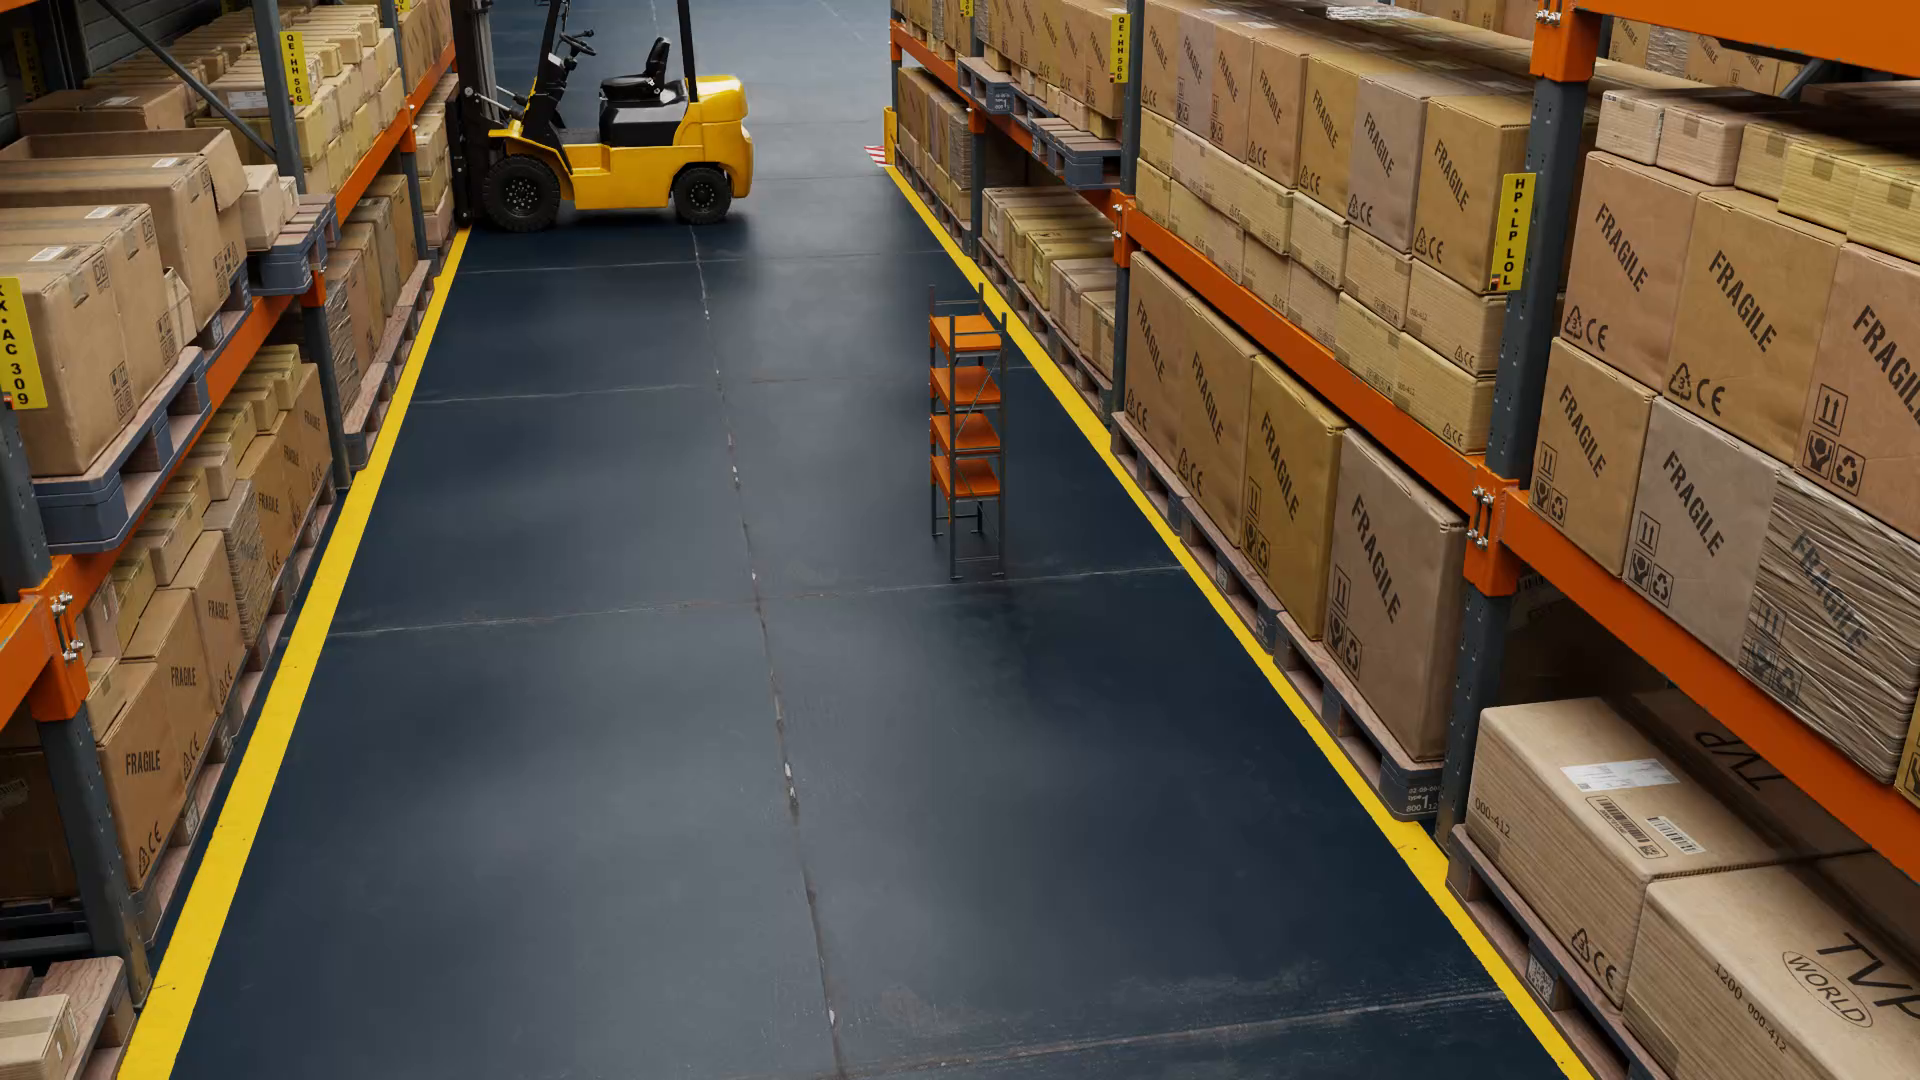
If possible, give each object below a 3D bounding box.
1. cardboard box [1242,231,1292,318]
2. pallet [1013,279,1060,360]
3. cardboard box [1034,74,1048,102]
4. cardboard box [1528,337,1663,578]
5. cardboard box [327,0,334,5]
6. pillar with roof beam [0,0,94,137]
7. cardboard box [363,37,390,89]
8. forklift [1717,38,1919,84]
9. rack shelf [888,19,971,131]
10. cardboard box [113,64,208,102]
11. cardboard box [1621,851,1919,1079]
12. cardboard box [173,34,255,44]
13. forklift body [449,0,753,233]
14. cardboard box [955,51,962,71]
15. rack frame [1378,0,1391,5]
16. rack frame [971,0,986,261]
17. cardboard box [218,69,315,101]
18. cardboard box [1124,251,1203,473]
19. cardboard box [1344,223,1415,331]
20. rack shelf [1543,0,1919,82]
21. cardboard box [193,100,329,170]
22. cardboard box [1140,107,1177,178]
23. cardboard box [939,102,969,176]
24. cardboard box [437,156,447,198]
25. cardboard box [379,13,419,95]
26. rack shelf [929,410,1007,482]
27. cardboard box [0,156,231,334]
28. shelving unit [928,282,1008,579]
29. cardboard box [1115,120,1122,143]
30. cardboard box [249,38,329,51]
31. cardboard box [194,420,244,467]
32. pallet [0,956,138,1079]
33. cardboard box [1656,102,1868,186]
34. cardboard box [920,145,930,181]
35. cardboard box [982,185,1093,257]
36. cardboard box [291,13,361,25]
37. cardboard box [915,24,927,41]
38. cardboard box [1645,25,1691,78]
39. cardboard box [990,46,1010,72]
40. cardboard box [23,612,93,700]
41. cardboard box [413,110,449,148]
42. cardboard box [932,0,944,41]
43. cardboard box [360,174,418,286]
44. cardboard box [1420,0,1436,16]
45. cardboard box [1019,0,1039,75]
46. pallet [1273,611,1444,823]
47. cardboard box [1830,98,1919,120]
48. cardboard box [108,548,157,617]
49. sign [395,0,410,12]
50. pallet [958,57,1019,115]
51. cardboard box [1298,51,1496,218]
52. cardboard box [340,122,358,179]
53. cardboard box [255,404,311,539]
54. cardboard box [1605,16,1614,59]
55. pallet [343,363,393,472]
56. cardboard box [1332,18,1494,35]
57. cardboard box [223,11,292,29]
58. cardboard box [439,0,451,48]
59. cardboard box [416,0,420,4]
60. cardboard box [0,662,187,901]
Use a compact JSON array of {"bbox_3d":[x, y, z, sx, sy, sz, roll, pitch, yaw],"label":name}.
[{"bbox_3d":[1.465,-1.092,6.689,0.500,0.250,0.500,-4,24,-10],"label":"cardboard box"},{"bbox_3d":[0.958,-1.481,10.878,1.003,0.211,1.213,-4,24,-10],"label":"pallet"},{"bbox_3d":[0.667,-2.765,10.123,0.380,0.149,0.250,-5,24,-11],"label":"cardboard box"},{"bbox_3d":[1.892,-0.241,4.430,0.500,0.500,0.500,-4,24,-8],"label":"cardboard box"},{"bbox_3d":[-4.767,-4.032,12.299,0.380,0.149,0.250,-4,24,-8],"label":"cardboard box"},{"bbox_3d":[-0.450,-5.118,8.225,9.100,9.000,0.400,-4,24,-10],"label":"pillar with roof beam"},{"bbox_3d":[-3.849,-2.962,10.346,0.500,0.250,0.500,-5,24,-11],"label":"cardboard box"},{"bbox_3d":[3.344,-0.924,6.203,1.130,2.935,3.031,-4,24,-10],"label":"forklift"},{"bbox_3d":[0.214,-4.003,14.067,1.077,0.370,4.000,-4,24,-10],"label":"rack shelf"},{"bbox_3d":[-3.959,-2.261,8.244,0.380,0.149,0.250,-4,24,-10],"label":"cardboard box"},{"bbox_3d":[2.240,1.189,3.956,0.875,0.438,0.875,-5,24,-11],"label":"cardboard box"},{"bbox_3d":[-4.203,-2.763,9.393,0.380,0.149,0.250,-4,24,-9],"label":"cardboard box"},{"bbox_3d":[-2.890,-3.751,13.651,2.313,2.155,1.214,-4,24,-10],"label":"forklift body"},{"bbox_3d":[0.172,-3.632,12.633,0.380,0.149,0.250,-4,24,-9],"label":"cardboard box"},{"bbox_3d":[4.690,-5.525,16.654,1.000,3.000,0.127,-4,24,-10],"label":"rack frame"},{"bbox_3d":[0.584,-3.546,12.121,1.000,3.000,0.127,-4,24,-10],"label":"rack frame"},{"bbox_3d":[-3.374,-2.199,8.102,0.380,0.149,0.250,-4,24,-9],"label":"cardboard box"},{"bbox_3d":[1.369,-0.914,8.224,0.875,0.875,0.875,-5,24,-10],"label":"cardboard box"},{"bbox_3d":[1.643,-0.911,5.651,0.500,0.250,0.500,-4,24,-8],"label":"cardboard box"},{"bbox_3d":[2.433,-0.658,2.659,1.077,0.370,4.000,-4,24,-10],"label":"rack shelf"},{"bbox_3d":[-3.372,-1.959,8.050,0.500,0.250,0.500,-4,24,-10],"label":"cardboard box"},{"bbox_3d":[1.174,-1.915,7.951,0.500,0.250,0.500,-4,24,-10],"label":"cardboard box"},{"bbox_3d":[0.115,-3.235,13.383,0.500,0.500,0.500,-4,24,-9],"label":"cardboard box"},{"bbox_3d":[-4.175,-2.750,12.584,0.500,0.250,0.500,-4,24,-10],"label":"cardboard box"},{"bbox_3d":[-4.119,-3.417,11.701,0.500,0.500,0.500,-5,24,-11],"label":"cardboard box"},{"bbox_3d":[0.031,-0.423,7.388,0.258,0.148,0.480,-4,24,-10],"label":"rack shelf"},{"bbox_3d":[-2.925,-0.988,5.615,0.700,0.500,0.500,-4,24,-10],"label":"cardboard box"},{"bbox_3d":[0.031,-0.485,7.361,0.258,1.200,0.503,-4,24,-10],"label":"shelving unit"},{"bbox_3d":[1.031,-2.162,8.741,0.380,0.149,0.250,-3,24,-8],"label":"cardboard box"},{"bbox_3d":[-3.716,-2.696,9.240,0.380,0.149,0.250,-4,24,-10],"label":"cardboard box"},{"bbox_3d":[-3.077,-0.355,6.604,0.380,0.149,0.250,-5,24,-11],"label":"cardboard box"},{"bbox_3d":[-2.688,1.518,4.012,1.003,0.211,1.213,-4,24,-10],"label":"pallet"},{"bbox_3d":[1.929,-0.958,4.010,0.380,0.149,0.250,-4,24,-9],"label":"cardboard box"},{"bbox_3d":[-0.078,-3.299,14.467,0.500,0.250,0.500,-3,24,-6],"label":"cardboard box"},{"bbox_3d":[0.683,-2.328,12.091,0.950,0.372,0.625,-4,24,-9],"label":"cardboard box"},{"bbox_3d":[-3.953,-3.202,10.398,0.380,0.149,0.250,-4,24,-10],"label":"cardboard box"},{"bbox_3d":[-0.184,-4.444,14.492,0.380,0.149,0.250,-4,24,-8],"label":"cardboard box"},{"bbox_3d":[5.356,-3.573,12.057,0.500,0.500,0.500,-4,24,-9],"label":"cardboard box"},{"bbox_3d":[0.413,-3.284,11.310,0.380,0.149,0.250,-4,24,-9],"label":"cardboard box"},{"bbox_3d":[-2.679,0.333,4.657,0.380,0.149,0.250,-5,24,-11],"label":"cardboard box"},{"bbox_3d":[-4.263,-3.178,12.940,0.500,0.250,0.500,-3,24,-8],"label":"cardboard box"},{"bbox_3d":[0.055,-4.290,13.329,0.500,0.500,0.500,-4,24,-8],"label":"cardboard box"},{"bbox_3d":[-4.186,-2.077,11.200,0.875,0.625,0.625,-3,24,-7],"label":"cardboard box"},{"bbox_3d":[4.926,-5.237,15.806,0.875,0.550,0.550,-4,24,-10],"label":"cardboard box"},{"bbox_3d":[0.665,-3.121,10.128,0.500,0.500,0.500,-5,24,-12],"label":"cardboard box"},{"bbox_3d":[1.846,0.581,6.157,1.003,0.211,1.213,-4,24,-10],"label":"pallet"},{"bbox_3d":[2.375,-0.991,4.087,0.380,0.149,0.250,-4,24,-8],"label":"cardboard box"},{"bbox_3d":[-2.869,0.154,5.437,0.380,0.149,0.250,-5,24,-11],"label":"cardboard box"},{"bbox_3d":[-3.762,-3.715,11.162,0.100,0.325,0.005,-4,24,-10],"label":"sign"},{"bbox_3d":[0.582,-3.147,11.447,1.003,0.211,1.213,-4,24,-10],"label":"pallet"},{"bbox_3d":[1.556,-1.464,5.981,0.500,0.500,0.500,-4,24,-8],"label":"cardboard box"},{"bbox_3d":[-3.586,-2.128,9.062,0.500,0.250,0.500,-5,24,-11],"label":"cardboard box"},{"bbox_3d":[-3.182,-0.303,7.294,0.500,0.500,0.500,-5,24,-11],"label":"cardboard box"},{"bbox_3d":[5.350,-4.165,13.351,0.875,0.550,0.550,-4,24,-10],"label":"cardboard box"},{"bbox_3d":[-3.668,-0.653,8.981,1.003,0.211,1.213,-4,24,-10],"label":"pallet"},{"bbox_3d":[1.864,-1.896,6.968,0.500,0.500,0.500,-4,24,-10],"label":"cardboard box"},{"bbox_3d":[-4.442,-3.257,10.524,0.380,0.149,0.250,-5,24,-12],"label":"cardboard box"},{"bbox_3d":[-4.598,-4.417,13.992,0.500,0.500,0.500,-4,24,-8],"label":"cardboard box"},{"bbox_3d":[-4.239,-4.073,12.393,0.380,0.149,0.250,-5,24,-10],"label":"cardboard box"},{"bbox_3d":[-2.683,0.716,4.962,0.500,0.500,0.500,-3,24,-7],"label":"cardboard box"}]
